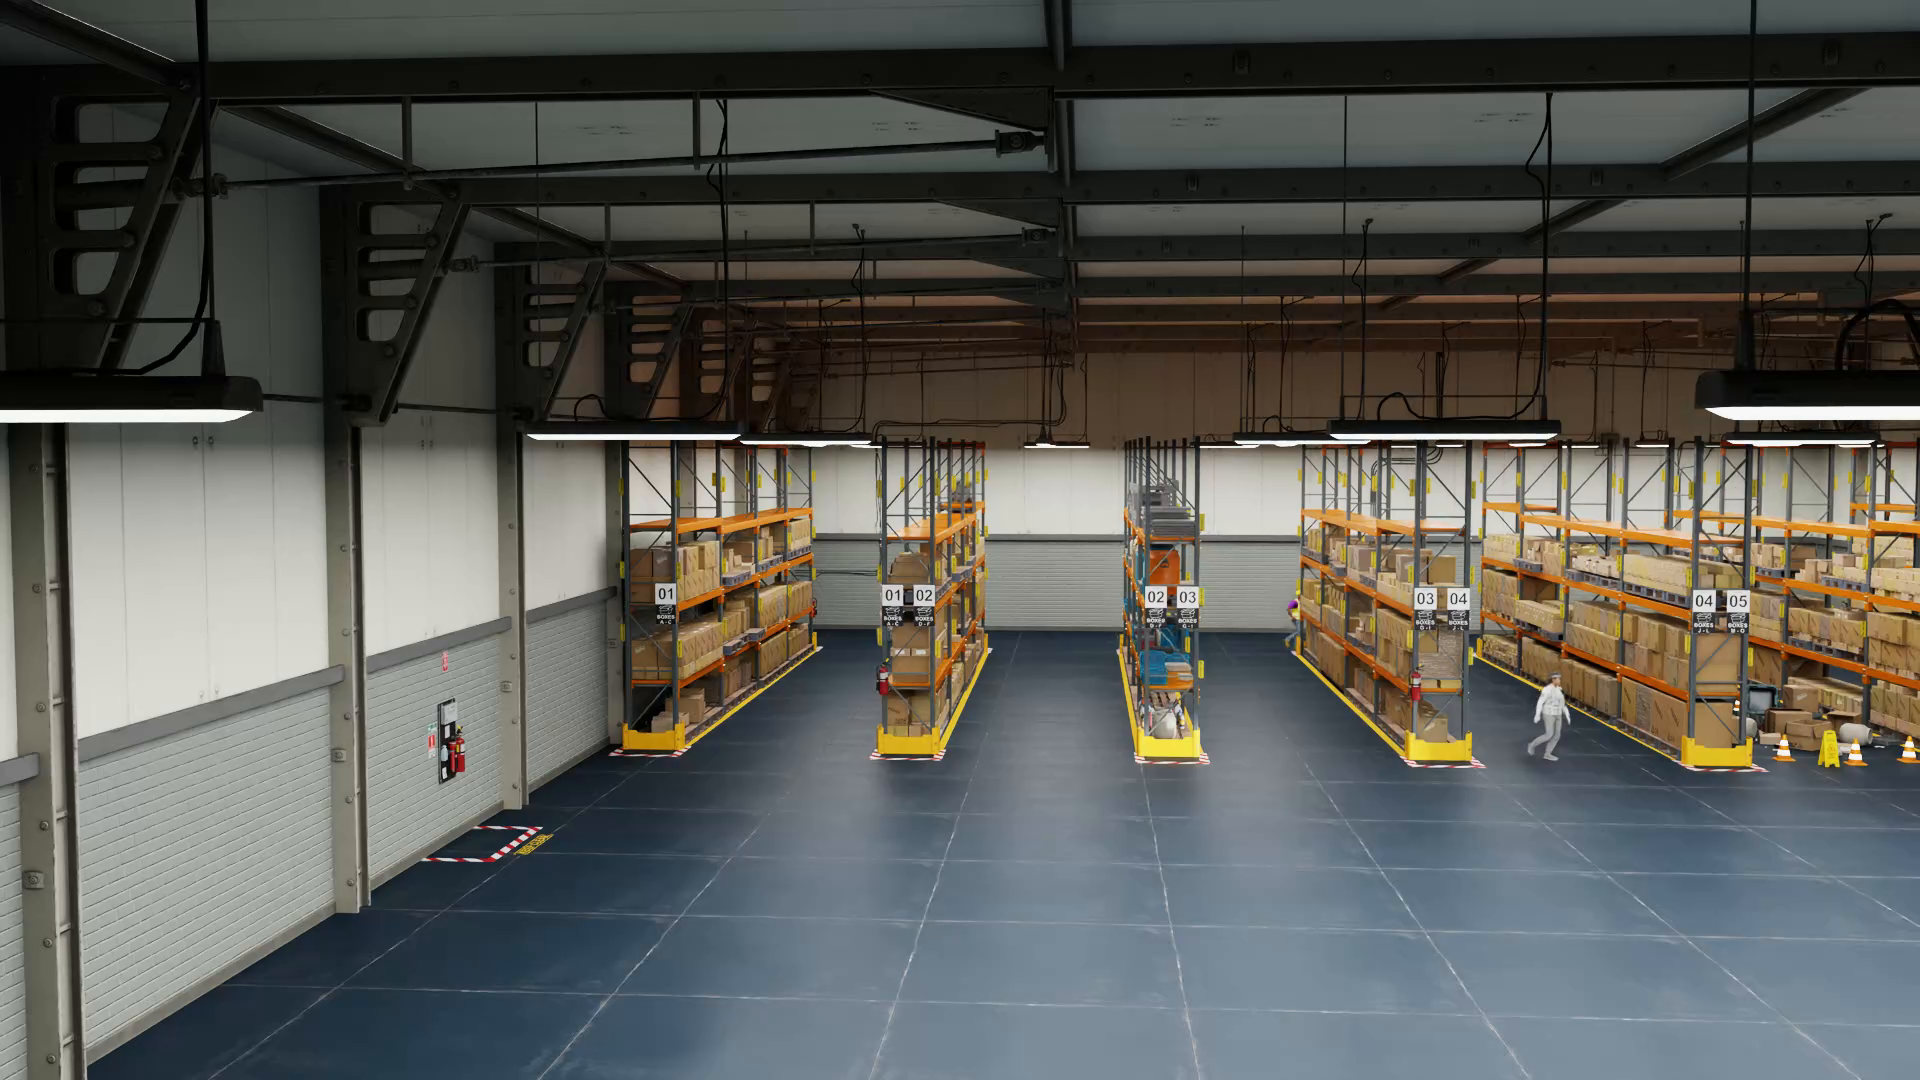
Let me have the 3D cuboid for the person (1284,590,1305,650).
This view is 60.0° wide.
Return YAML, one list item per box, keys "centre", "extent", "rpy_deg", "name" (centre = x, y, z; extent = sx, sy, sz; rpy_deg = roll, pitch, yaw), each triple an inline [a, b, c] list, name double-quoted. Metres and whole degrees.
- centre: [9.764, 2.309, 48.029]
  extent: [0.572, 1.721, 0.765]
  rpy_deg: [3, 4, 41]
  name: "person"

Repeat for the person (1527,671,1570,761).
- centre: [10.889, 3.249, 30.804]
  extent: [0.687, 1.649, 0.543]
  rpy_deg: [-2, 4, -29]
  name: "person"

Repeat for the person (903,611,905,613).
- centre: [-1.460, 2.239, 49.655]
  extent: [1.071, 1.632, 0.698]
  rpy_deg: [2, 4, 38]
  name: "person"
